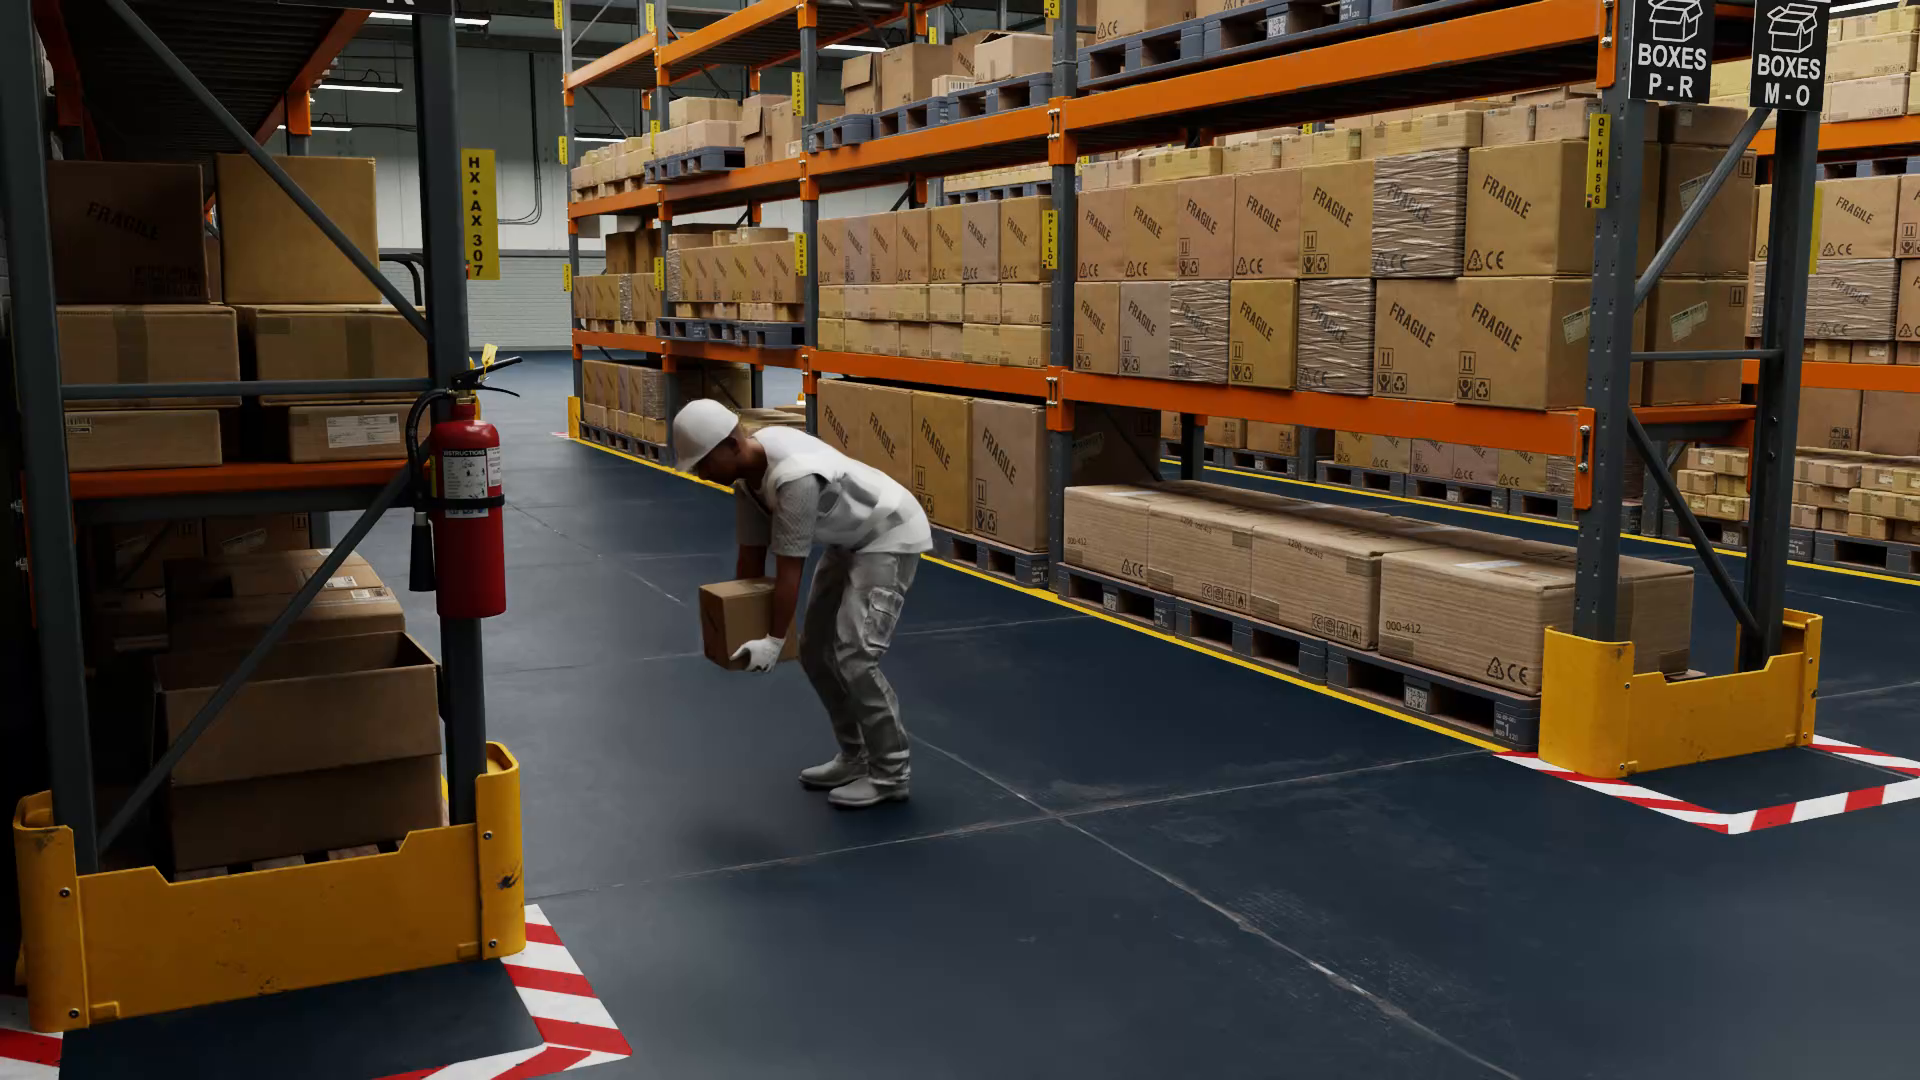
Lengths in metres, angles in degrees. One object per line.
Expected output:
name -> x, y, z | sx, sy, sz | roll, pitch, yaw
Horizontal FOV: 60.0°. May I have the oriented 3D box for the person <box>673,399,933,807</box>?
person -> -0.532, 0.210, 5.665 | 0.897, 1.396, 0.499 | -4, 9, -28
